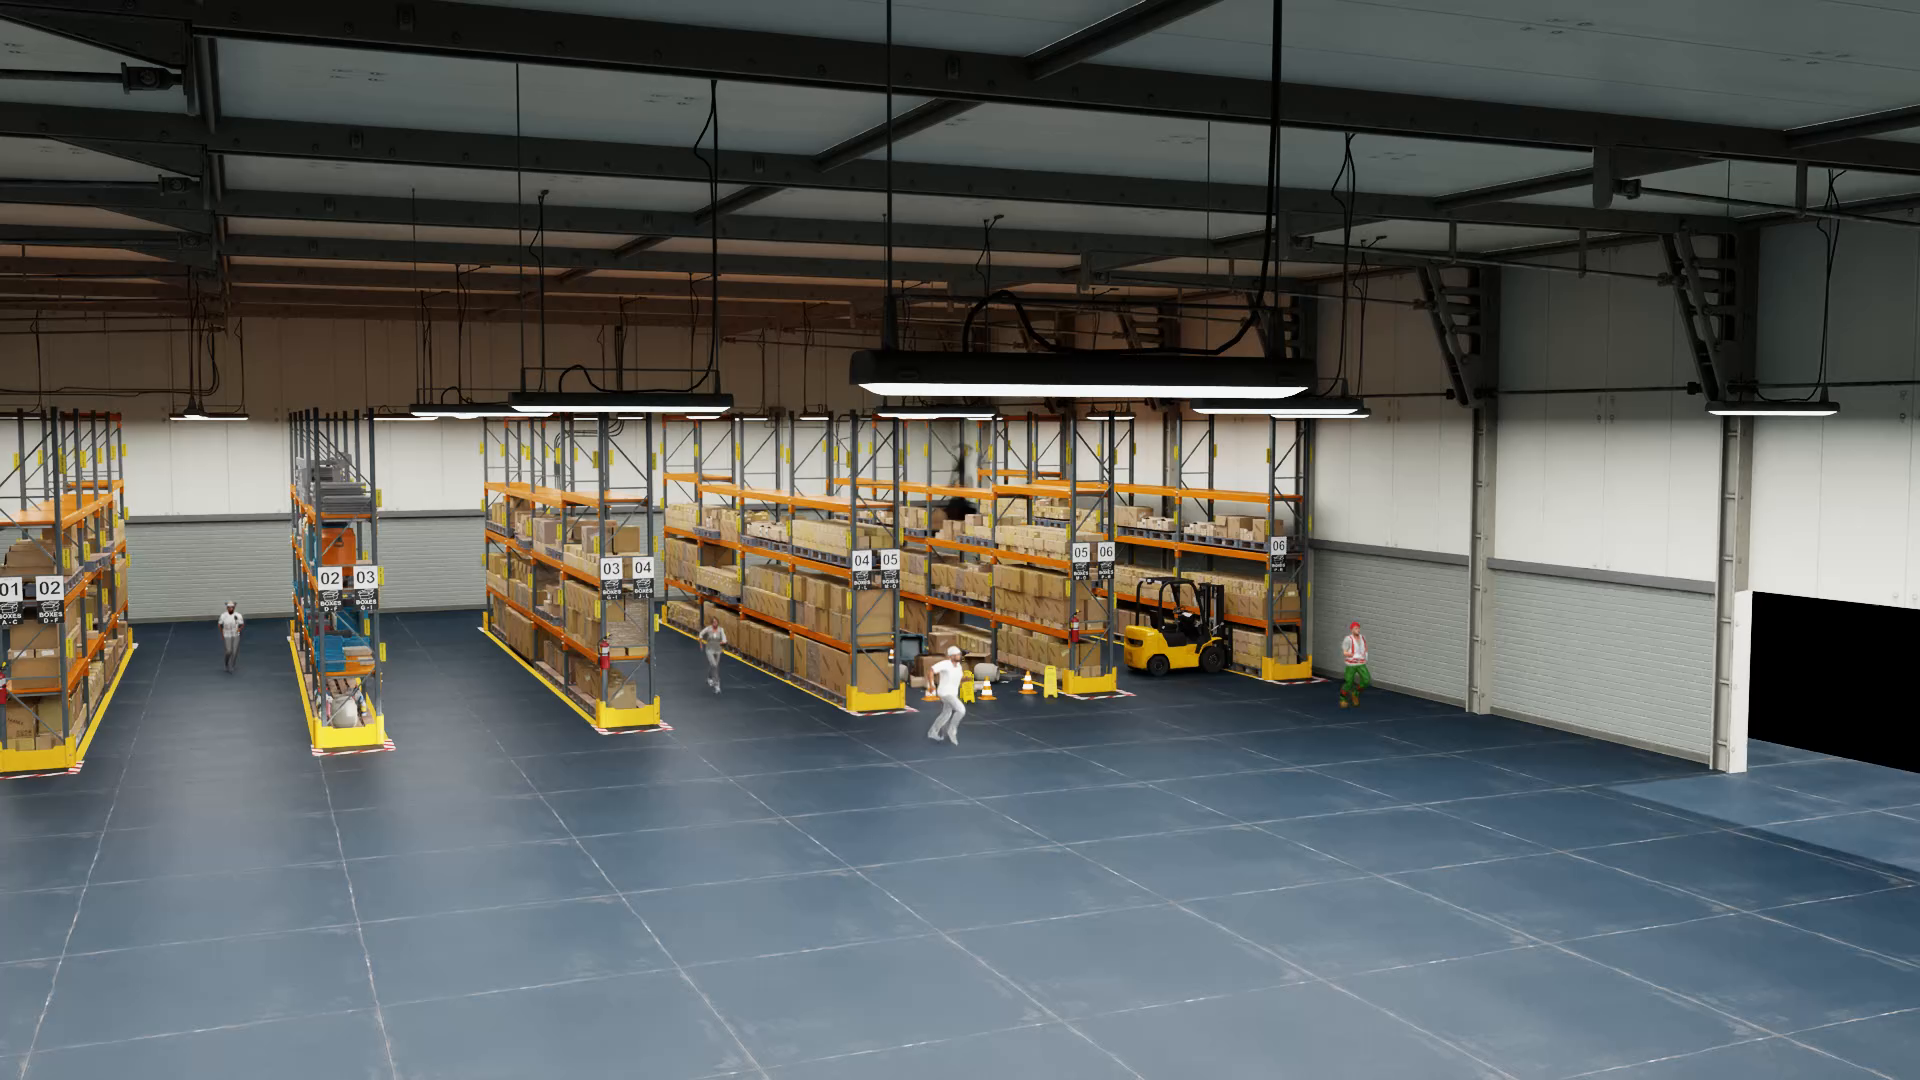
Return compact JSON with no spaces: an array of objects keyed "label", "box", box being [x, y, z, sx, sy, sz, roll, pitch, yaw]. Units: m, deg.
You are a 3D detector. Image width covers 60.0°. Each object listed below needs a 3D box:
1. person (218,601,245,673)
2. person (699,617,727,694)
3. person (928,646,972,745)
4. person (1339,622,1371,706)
[{"label":"person","box":[-16.671,2.223,38.084,0.561,1.663,0.573,-2,5,-27]},{"label":"person","box":[-5.281,2.437,35.606,0.557,1.617,0.872,-2,4,-23]},{"label":"person","box":[-0.197,2.771,29.639,0.814,1.760,0.732,2,4,26]},{"label":"person","box":[7.948,2.493,33.319,0.685,1.733,0.826,-1,4,-17]}]
